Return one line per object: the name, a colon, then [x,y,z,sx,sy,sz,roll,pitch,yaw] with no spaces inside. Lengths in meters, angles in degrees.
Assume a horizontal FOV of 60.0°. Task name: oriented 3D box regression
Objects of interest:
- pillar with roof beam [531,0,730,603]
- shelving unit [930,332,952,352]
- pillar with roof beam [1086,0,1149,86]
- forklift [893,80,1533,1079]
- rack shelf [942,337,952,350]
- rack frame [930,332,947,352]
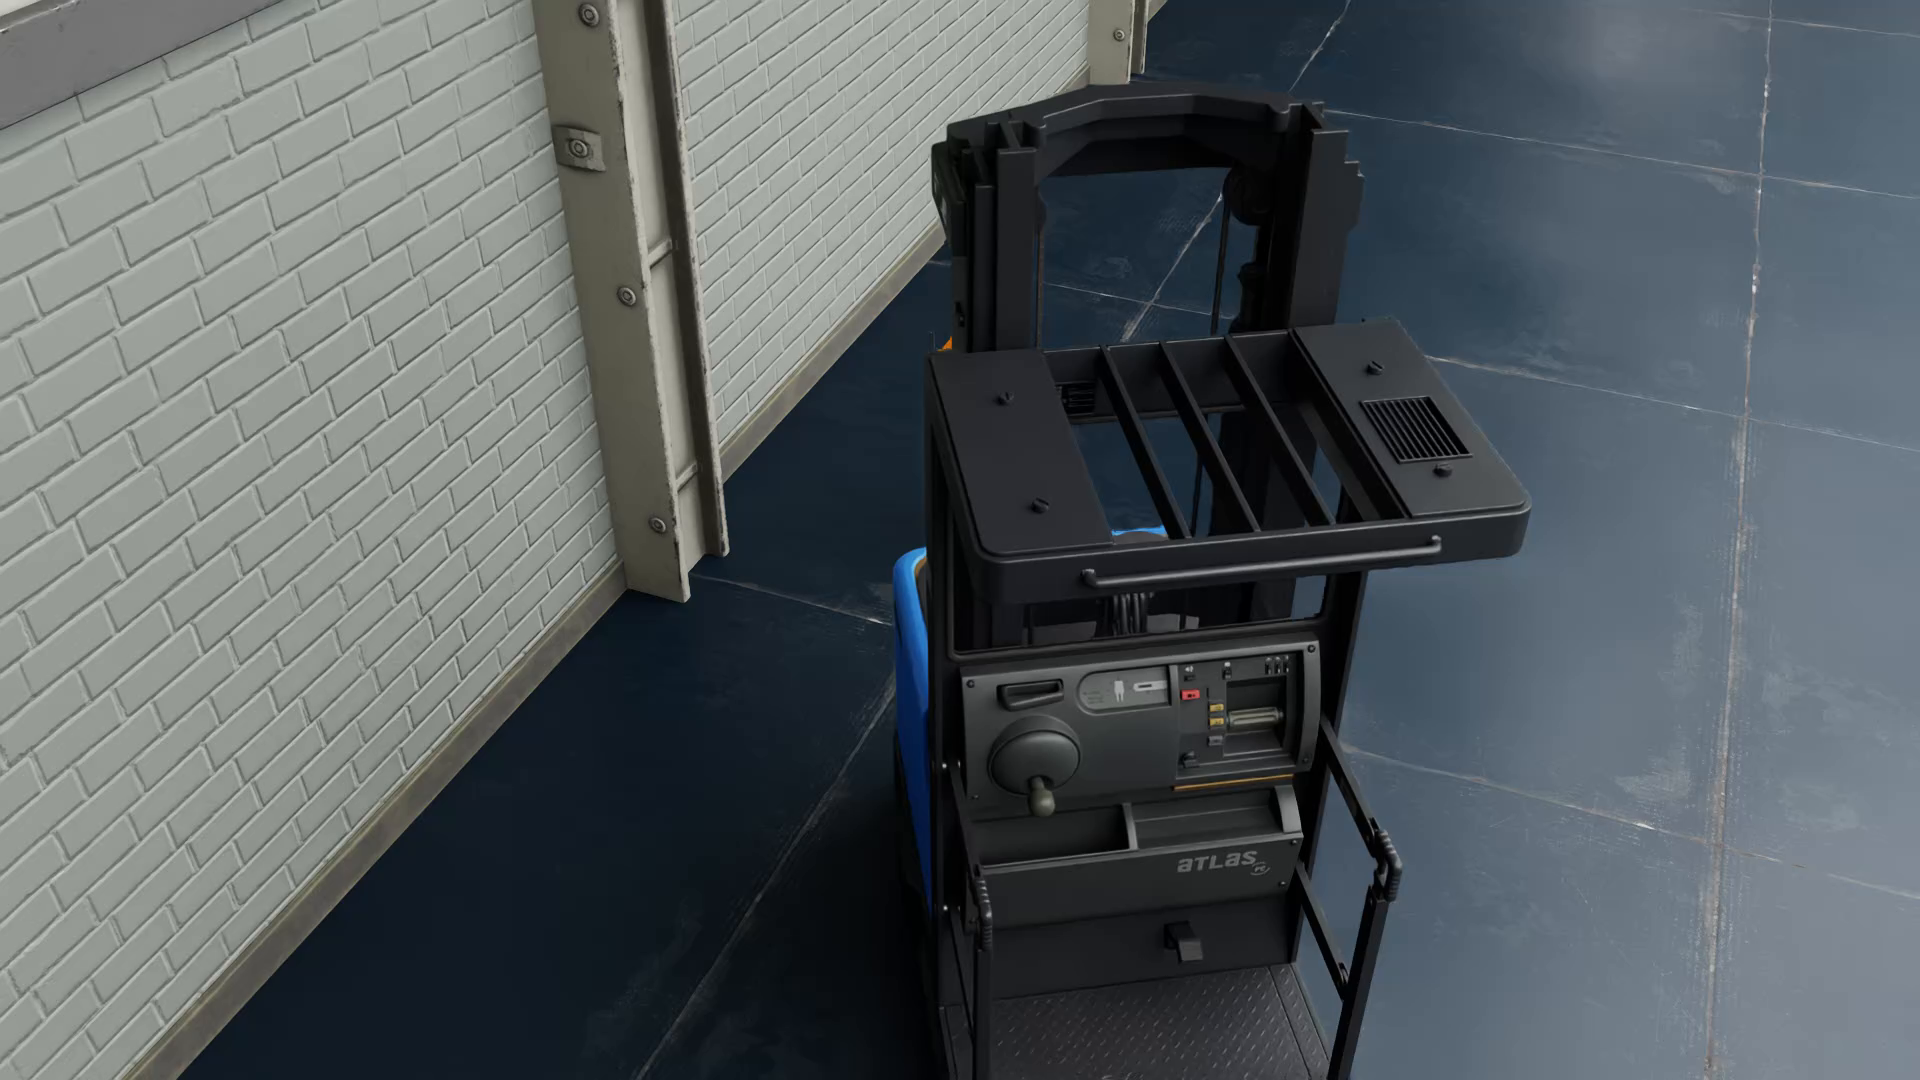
pillar with roof beam: [2.770,-2.506,3.087,9.100,9.000,0.400,14,39,18]
shelving unit: [0.020,-0.450,6.975,0.215,1.050,0.252,14,39,18]
pillar with roof beam: [5.053,-5.828,7.531,9.100,9.000,0.400,14,39,18]
forklift: [0.501,0.542,4.076,1.130,2.935,3.031,-5,37,-7]
rack shelf: [0.020,-0.669,6.812,0.215,0.259,0.240,14,39,18]
rack frame: [-0.026,-0.383,6.885,0.200,1.050,0.008,14,39,18]
